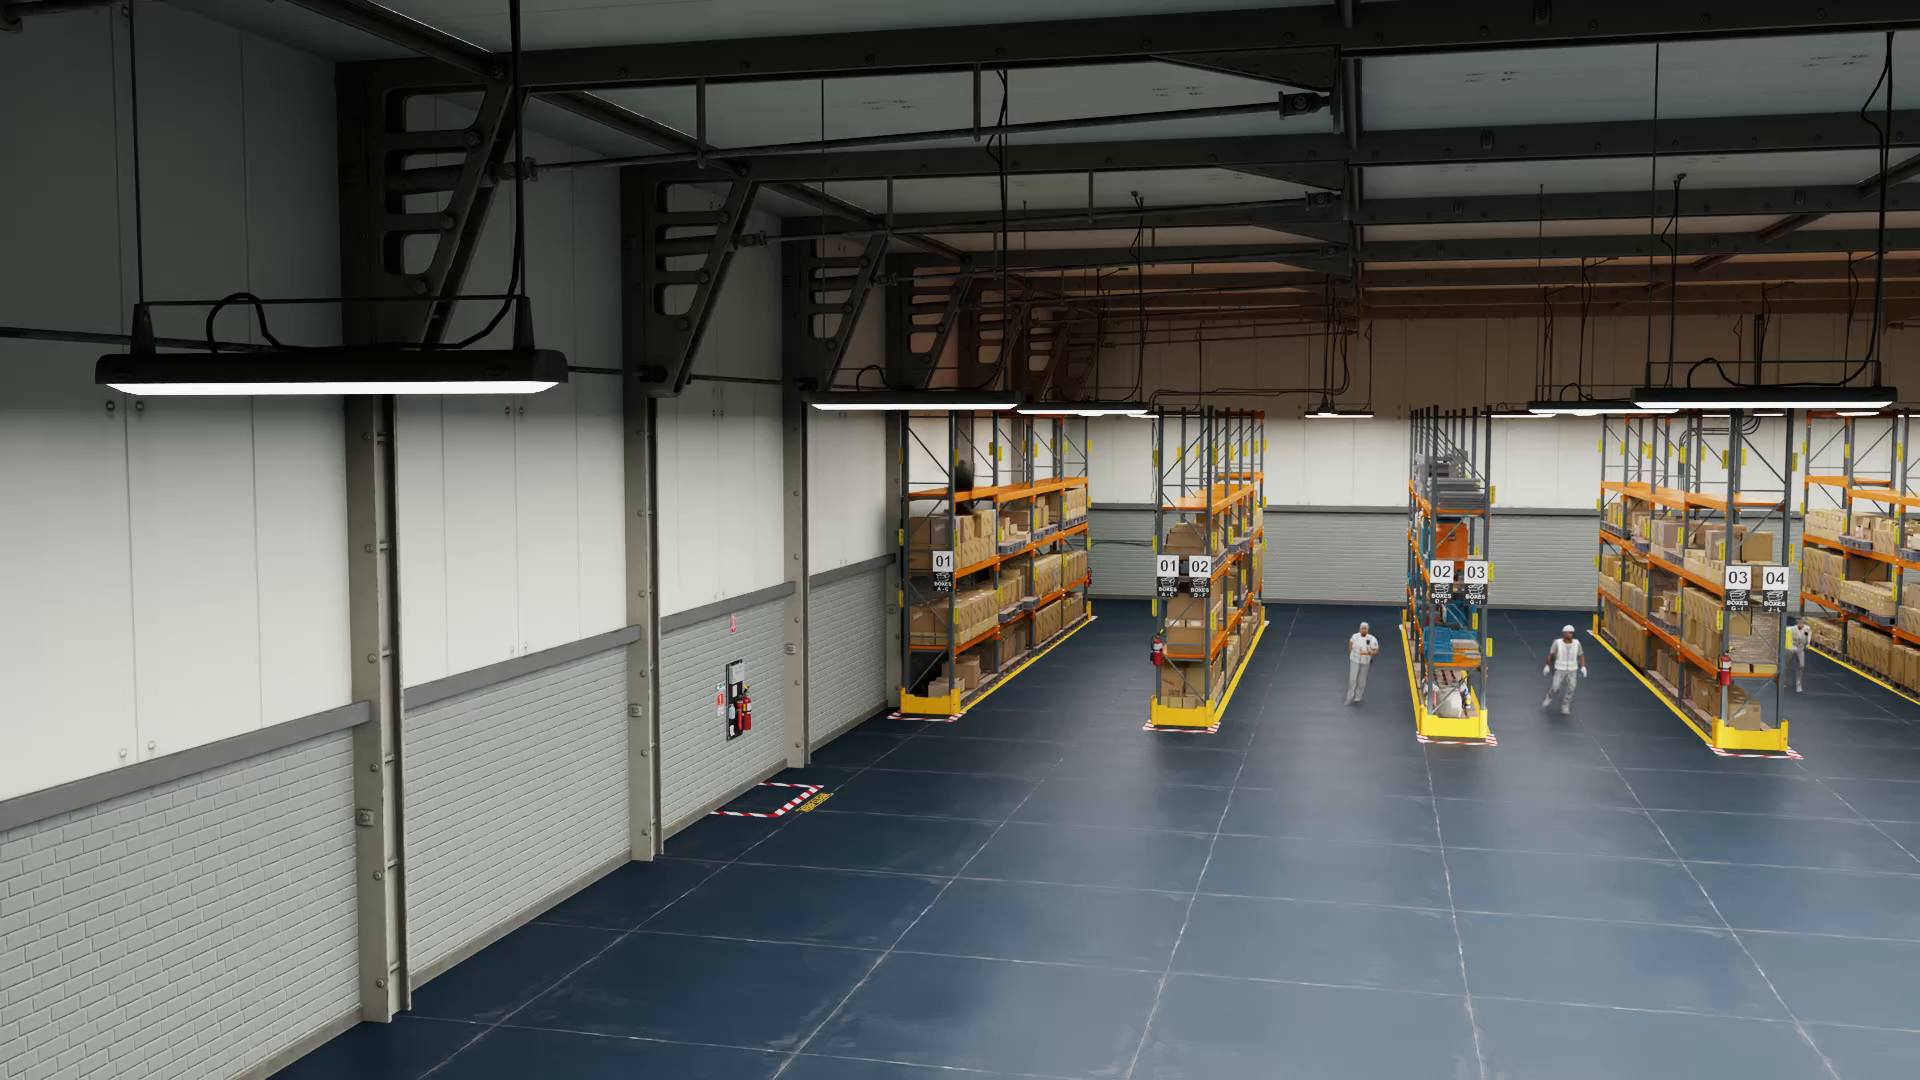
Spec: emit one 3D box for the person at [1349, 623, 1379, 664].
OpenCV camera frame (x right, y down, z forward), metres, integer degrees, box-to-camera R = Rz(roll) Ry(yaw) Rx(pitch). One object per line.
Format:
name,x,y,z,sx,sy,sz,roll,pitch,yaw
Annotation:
person,8.120,2.066,33.452,0.599,0.826,0.522,1,4,18

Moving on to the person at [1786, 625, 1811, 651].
person,17.811,2.073,35.354,0.657,0.567,0.463,0,4,-2

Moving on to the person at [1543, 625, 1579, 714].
person,11.756,2.512,32.502,0.604,1.746,0.576,1,4,8
